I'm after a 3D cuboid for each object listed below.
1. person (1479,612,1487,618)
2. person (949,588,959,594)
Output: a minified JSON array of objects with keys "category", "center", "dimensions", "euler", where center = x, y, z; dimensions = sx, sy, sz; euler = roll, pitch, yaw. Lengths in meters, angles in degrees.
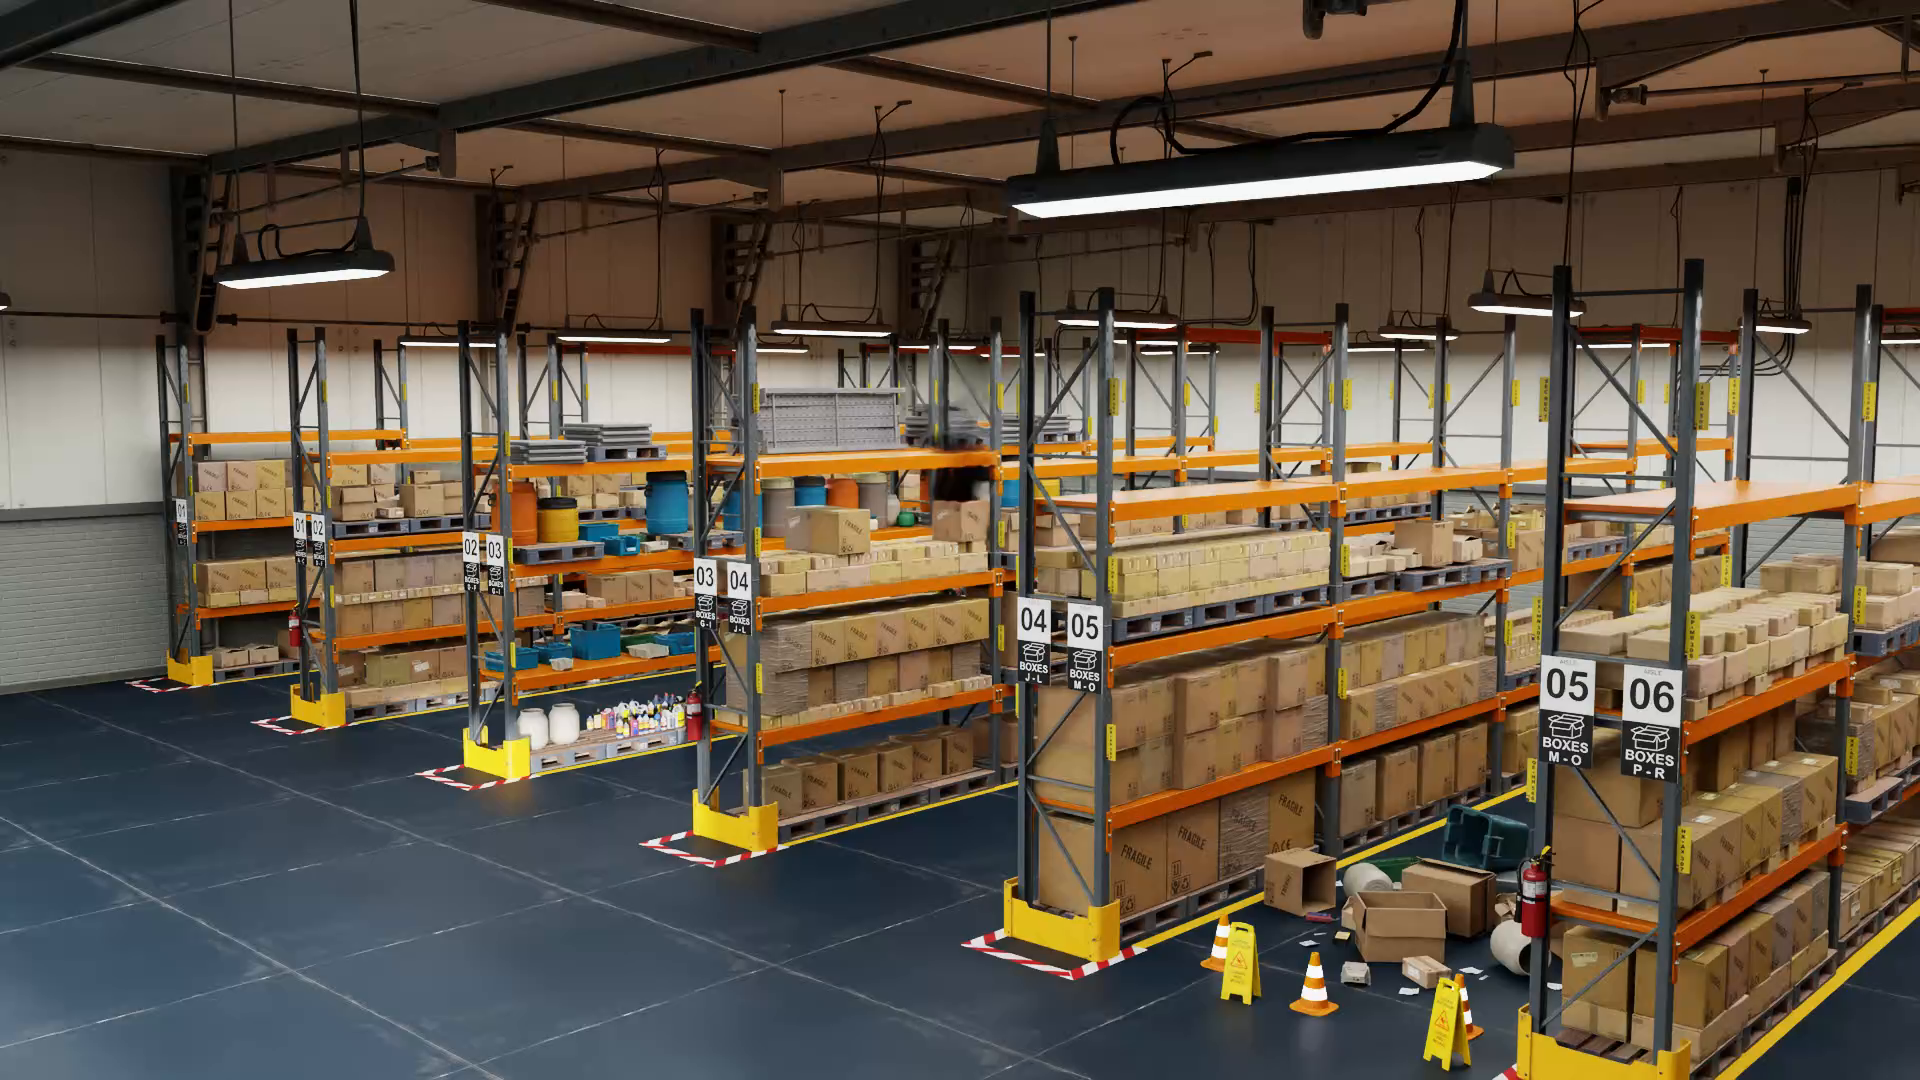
[{"category":"person","center":[7.959,1.951,25.381],"dimensions":[0.568,1.705,0.658],"euler":[-4,7,-40]},{"category":"person","center":[-0.312,1.255,32.354],"dimensions":[0.674,1.745,0.766],"euler":[4,7,35]}]
